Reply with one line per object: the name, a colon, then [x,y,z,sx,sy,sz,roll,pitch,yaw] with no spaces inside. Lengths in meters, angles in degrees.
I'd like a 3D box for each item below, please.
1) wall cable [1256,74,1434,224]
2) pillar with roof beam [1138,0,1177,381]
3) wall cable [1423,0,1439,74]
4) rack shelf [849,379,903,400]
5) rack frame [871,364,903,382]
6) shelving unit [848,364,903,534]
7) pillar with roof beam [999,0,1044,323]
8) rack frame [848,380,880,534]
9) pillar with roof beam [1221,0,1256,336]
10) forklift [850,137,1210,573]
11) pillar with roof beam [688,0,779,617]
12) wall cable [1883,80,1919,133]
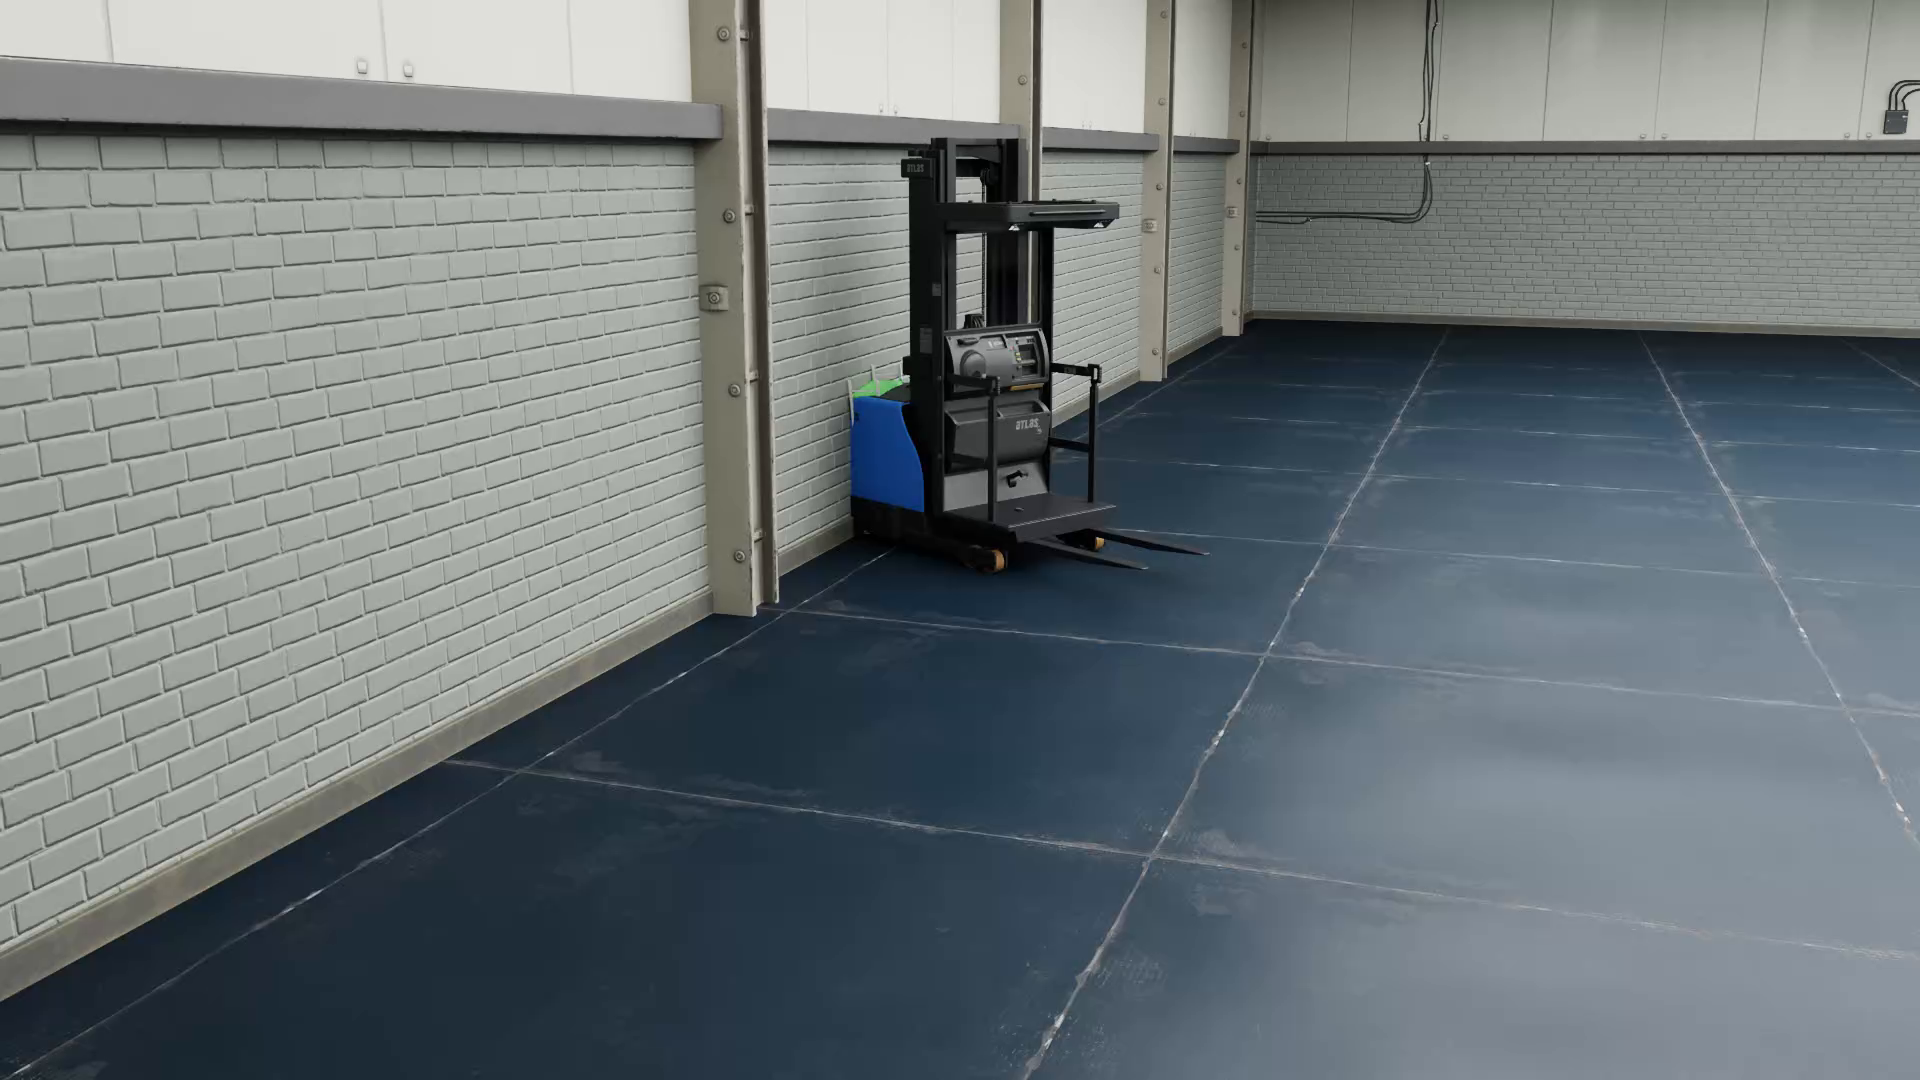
wall cable: [6.652,-6.762,28.870,3.097,2.526,0.112,4,14,18]
pillar with roof beam: [6.579,-6.178,19.331,9.100,9.000,0.400,4,14,18]
wall cable: [9.211,-9.030,27.455,3.097,2.526,0.112,4,14,18]
rack shelf: [-0.627,-1.087,12.563,0.258,0.148,0.480,2,20,18]
rack frame: [-0.518,-0.775,12.914,0.240,1.200,0.015,2,20,18]
shelving unit: [-0.593,-0.694,12.697,0.258,1.200,0.503,2,20,18]
pillar with roof beam: [4.638,-4.914,13.796,9.100,9.000,0.400,4,14,18]
rack frame: [-0.668,-0.614,12.479,0.240,1.200,0.015,2,20,18]
pillar with roof beam: [8.521,-7.441,24.866,9.100,9.000,0.400,4,14,18]
forklift: [0.414,-1.325,11.708,1.130,2.935,3.031,-11,17,-40]
pillar with roof beam: [2.697,-3.651,8.261,9.100,9.000,0.400,4,14,18]
wall cable: [15.629,-9.247,25.137,2.305,6.003,0.169,4,14,18]
